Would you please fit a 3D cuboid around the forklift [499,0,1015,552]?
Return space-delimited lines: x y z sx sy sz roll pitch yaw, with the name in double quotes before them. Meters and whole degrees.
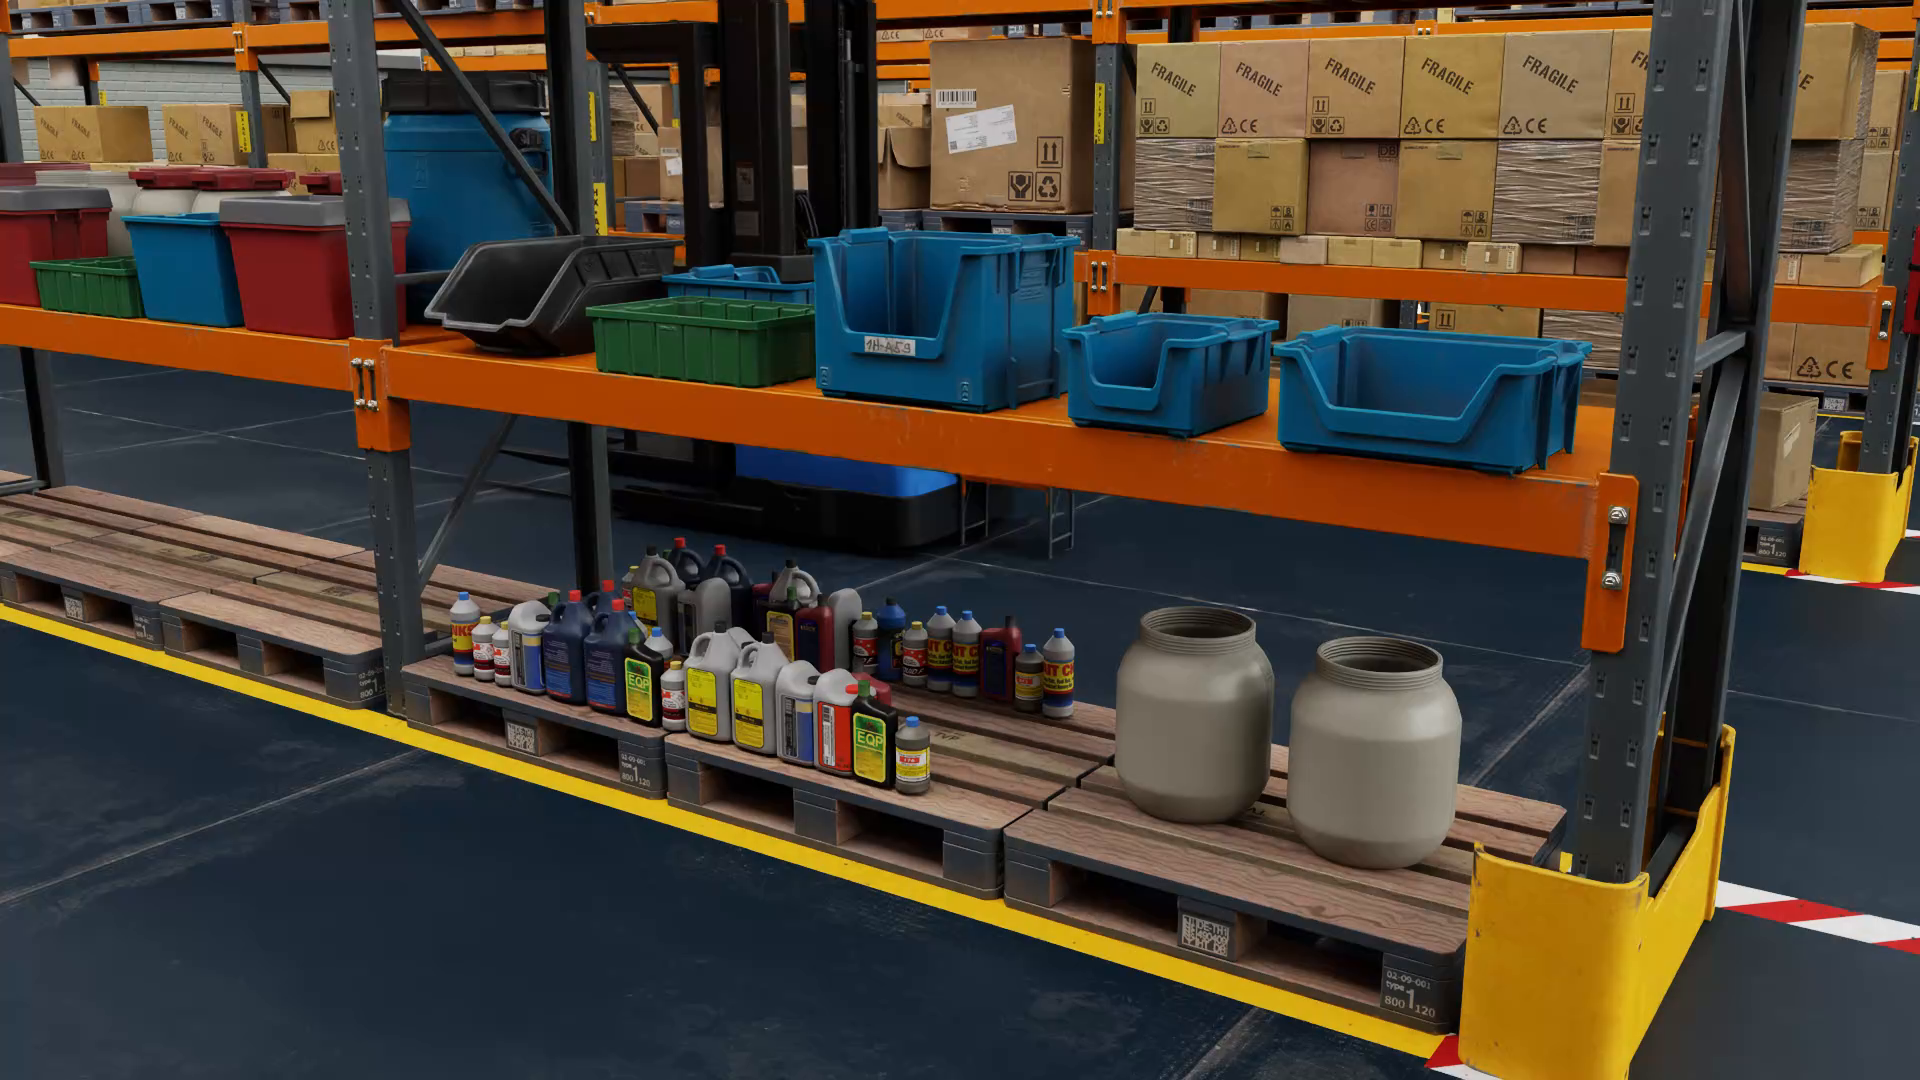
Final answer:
"forklift" -1.237 -1.609 8.722 3.031 2.935 1.130 9 16 31

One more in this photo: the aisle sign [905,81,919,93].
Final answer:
"aisle sign" -0.797 -7.708 27.809 0.004 0.787 0.394 9 17 33

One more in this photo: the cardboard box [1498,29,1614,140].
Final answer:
"cardboard box" 2.976 -2.220 8.141 0.500 0.500 0.500 9 17 33

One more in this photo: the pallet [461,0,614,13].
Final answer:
"pallet" -2.800 -3.897 11.973 1.003 0.211 1.213 10 17 35

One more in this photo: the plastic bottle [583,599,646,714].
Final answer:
"plastic bottle" -1.087 0.356 5.240 0.185 0.351 0.144 8 16 30

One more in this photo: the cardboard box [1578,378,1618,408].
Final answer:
"cardboard box" 3.378 -0.535 8.569 0.500 0.500 0.500 -12 18 -39

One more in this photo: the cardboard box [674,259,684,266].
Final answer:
"cardboard box" -2.797 -1.726 12.600 0.875 0.875 1.225 8 16 30

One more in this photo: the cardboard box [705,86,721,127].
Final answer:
"cardboard box" -2.942 -4.756 18.385 0.500 0.500 0.500 10 17 34

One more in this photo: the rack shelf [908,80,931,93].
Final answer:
"rack shelf" 1.083 -7.334 26.963 4.000 0.370 1.077 9 17 33

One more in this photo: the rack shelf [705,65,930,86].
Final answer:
"rack shelf" -1.684 -6.344 22.963 4.000 0.370 1.077 9 17 33

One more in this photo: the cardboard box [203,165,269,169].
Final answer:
"cardboard box" -6.068 -3.071 14.182 0.500 0.250 0.500 9 16 32

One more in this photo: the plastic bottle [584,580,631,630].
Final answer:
"plastic bottle" -1.163 0.302 5.458 0.185 0.351 0.144 9 17 33

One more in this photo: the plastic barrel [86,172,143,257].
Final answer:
"plastic barrel" -3.678 -1.371 7.388 0.421 0.512 0.421 0 14 0

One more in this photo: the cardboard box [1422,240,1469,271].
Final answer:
"cardboard box" 2.578 -1.486 8.608 0.250 0.149 0.380 9 17 33

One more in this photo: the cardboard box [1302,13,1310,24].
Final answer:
"cardboard box" 4.075 -5.808 19.093 0.500 0.500 0.700 9 17 33

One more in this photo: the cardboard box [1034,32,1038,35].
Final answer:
"cardboard box" 0.830 -6.276 20.803 0.250 0.166 0.380 8 16 29

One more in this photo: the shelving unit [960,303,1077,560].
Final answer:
"shelving unit" 0.277 -0.543 8.021 0.503 1.200 0.258 9 16 31

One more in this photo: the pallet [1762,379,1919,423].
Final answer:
"pallet" 6.547 -1.097 12.316 1.213 0.211 1.003 9 17 33

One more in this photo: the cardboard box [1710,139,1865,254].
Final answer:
"cardboard box" 3.961 -1.656 7.943 0.500 0.500 0.875 9 17 33

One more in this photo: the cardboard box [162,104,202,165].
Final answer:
"cardboard box" -6.499 -3.505 14.372 0.500 0.500 0.500 9 17 33

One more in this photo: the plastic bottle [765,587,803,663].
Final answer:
"plastic bottle" -0.595 0.294 5.630 0.133 0.283 0.061 9 17 33

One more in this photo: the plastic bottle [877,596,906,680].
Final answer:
"plastic bottle" -0.228 0.323 5.539 0.097 0.271 0.097 0 14 0

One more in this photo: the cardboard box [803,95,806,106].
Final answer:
"cardboard box" -1.940 -6.035 22.821 0.250 0.149 0.380 9 16 31

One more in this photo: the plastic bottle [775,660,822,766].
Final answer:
"plastic bottle" -0.440 0.496 4.831 0.135 0.276 0.152 9 16 31

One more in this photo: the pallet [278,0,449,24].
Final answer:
"pallet" -4.767 -4.243 13.377 1.217 0.209 0.805 8 16 31

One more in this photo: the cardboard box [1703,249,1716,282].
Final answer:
"cardboard box" 3.607 -1.316 7.919 0.250 0.149 0.380 9 17 33

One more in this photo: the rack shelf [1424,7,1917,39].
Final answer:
"rack shelf" 5.594 -3.734 12.420 4.000 0.370 1.077 9 17 33

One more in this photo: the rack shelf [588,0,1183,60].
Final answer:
"rack shelf" -0.577 -3.295 10.647 4.000 0.370 1.077 9 17 33

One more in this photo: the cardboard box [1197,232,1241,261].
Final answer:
"cardboard box" 1.517 -1.645 9.250 0.250 0.149 0.380 9 17 33

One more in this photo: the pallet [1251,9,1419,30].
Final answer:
"pallet" 3.147 -4.372 13.897 1.217 0.209 0.805 8 16 31

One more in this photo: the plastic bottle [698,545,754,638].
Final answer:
"plastic bottle" -0.827 0.194 5.893 0.185 0.351 0.144 8 16 30

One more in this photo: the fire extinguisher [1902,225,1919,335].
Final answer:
"fire extinguisher" 4.240 -1.239 7.247 0.183 0.674 0.296 9 17 33

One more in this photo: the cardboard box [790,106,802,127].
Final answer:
"cardboard box" -2.240 -5.783 23.152 0.500 0.500 0.500 9 17 32

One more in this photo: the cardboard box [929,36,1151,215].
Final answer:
"cardboard box" 0.502 -2.550 10.258 1.000 1.000 1.000 9 17 33

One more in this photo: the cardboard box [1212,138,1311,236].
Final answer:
"cardboard box" 1.817 -1.966 9.197 0.500 0.500 0.875 9 17 33

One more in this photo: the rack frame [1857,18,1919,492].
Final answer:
"rack frame" 4.402 -1.384 7.671 0.127 3.000 1.000 9 17 33

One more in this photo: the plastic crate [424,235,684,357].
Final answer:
"plastic crate" -1.318 -0.807 5.470 0.504 0.338 0.767 9 17 33

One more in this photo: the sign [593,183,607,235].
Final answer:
"sign" -1.365 -1.175 6.252 0.005 0.325 0.100 9 17 33

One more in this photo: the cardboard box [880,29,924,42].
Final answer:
"cardboard box" -0.422 -5.027 15.938 0.500 0.500 0.500 9 17 33

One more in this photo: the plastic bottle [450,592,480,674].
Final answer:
"plastic bottle" -1.662 0.308 5.597 0.097 0.271 0.097 0 14 0

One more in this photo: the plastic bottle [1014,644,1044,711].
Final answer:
"plastic bottle" 0.221 0.429 5.254 0.097 0.201 0.097 0 14 0

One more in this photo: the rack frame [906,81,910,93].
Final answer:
"rack frame" -0.576 -6.496 28.321 0.127 3.000 1.000 9 17 33

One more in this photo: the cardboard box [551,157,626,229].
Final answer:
"cardboard box" -2.784 -2.522 12.060 0.500 0.500 0.500 10 17 35

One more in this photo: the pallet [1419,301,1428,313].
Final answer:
"pallet" 4.950 -2.810 19.236 1.213 0.211 1.003 9 17 33

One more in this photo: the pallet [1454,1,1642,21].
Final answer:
"pallet" 4.608 -4.197 12.976 1.213 0.211 1.003 9 17 33

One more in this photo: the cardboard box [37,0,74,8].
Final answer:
"cardboard box" -8.013 -5.128 15.263 0.500 0.500 0.700 8 16 31

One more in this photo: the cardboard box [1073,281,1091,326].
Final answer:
"cardboard box" 1.071 -2.444 15.762 0.750 0.750 1.050 9 16 32

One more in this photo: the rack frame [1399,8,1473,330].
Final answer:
"rack frame" 3.935 -2.896 13.778 0.127 3.000 1.000 9 17 33

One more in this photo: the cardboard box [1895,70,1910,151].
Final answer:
"cardboard box" 6.968 -3.014 11.695 0.550 0.550 0.875 9 17 33

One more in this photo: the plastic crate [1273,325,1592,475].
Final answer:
"plastic crate" 1.055 -0.331 3.729 0.616 0.251 0.499 9 17 33
